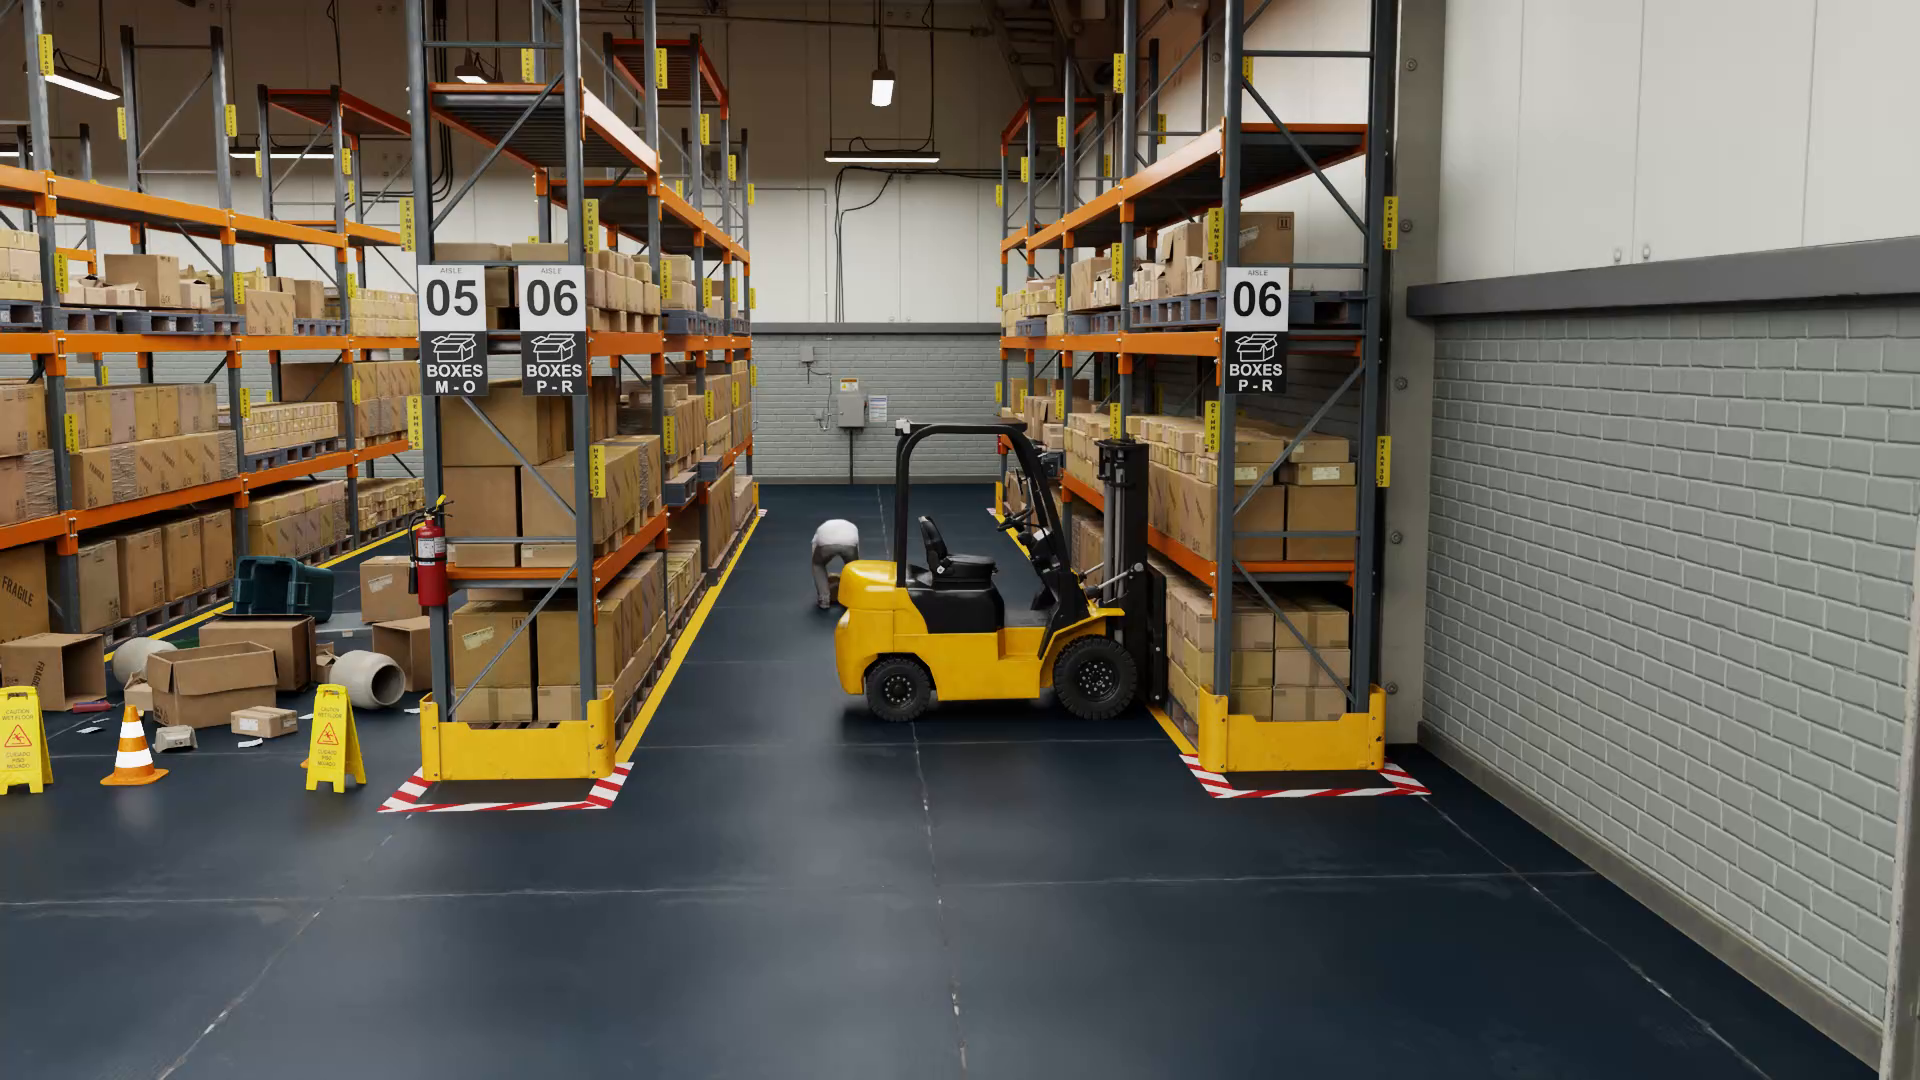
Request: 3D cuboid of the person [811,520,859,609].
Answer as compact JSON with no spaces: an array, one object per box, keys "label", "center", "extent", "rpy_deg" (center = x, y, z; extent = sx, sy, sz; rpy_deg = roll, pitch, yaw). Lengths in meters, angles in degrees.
[{"label":"person","center":[-1.301,0.222,17.402],"extent":[0.501,0.915,0.976],"rpy_deg":[-1,7,-6]}]
